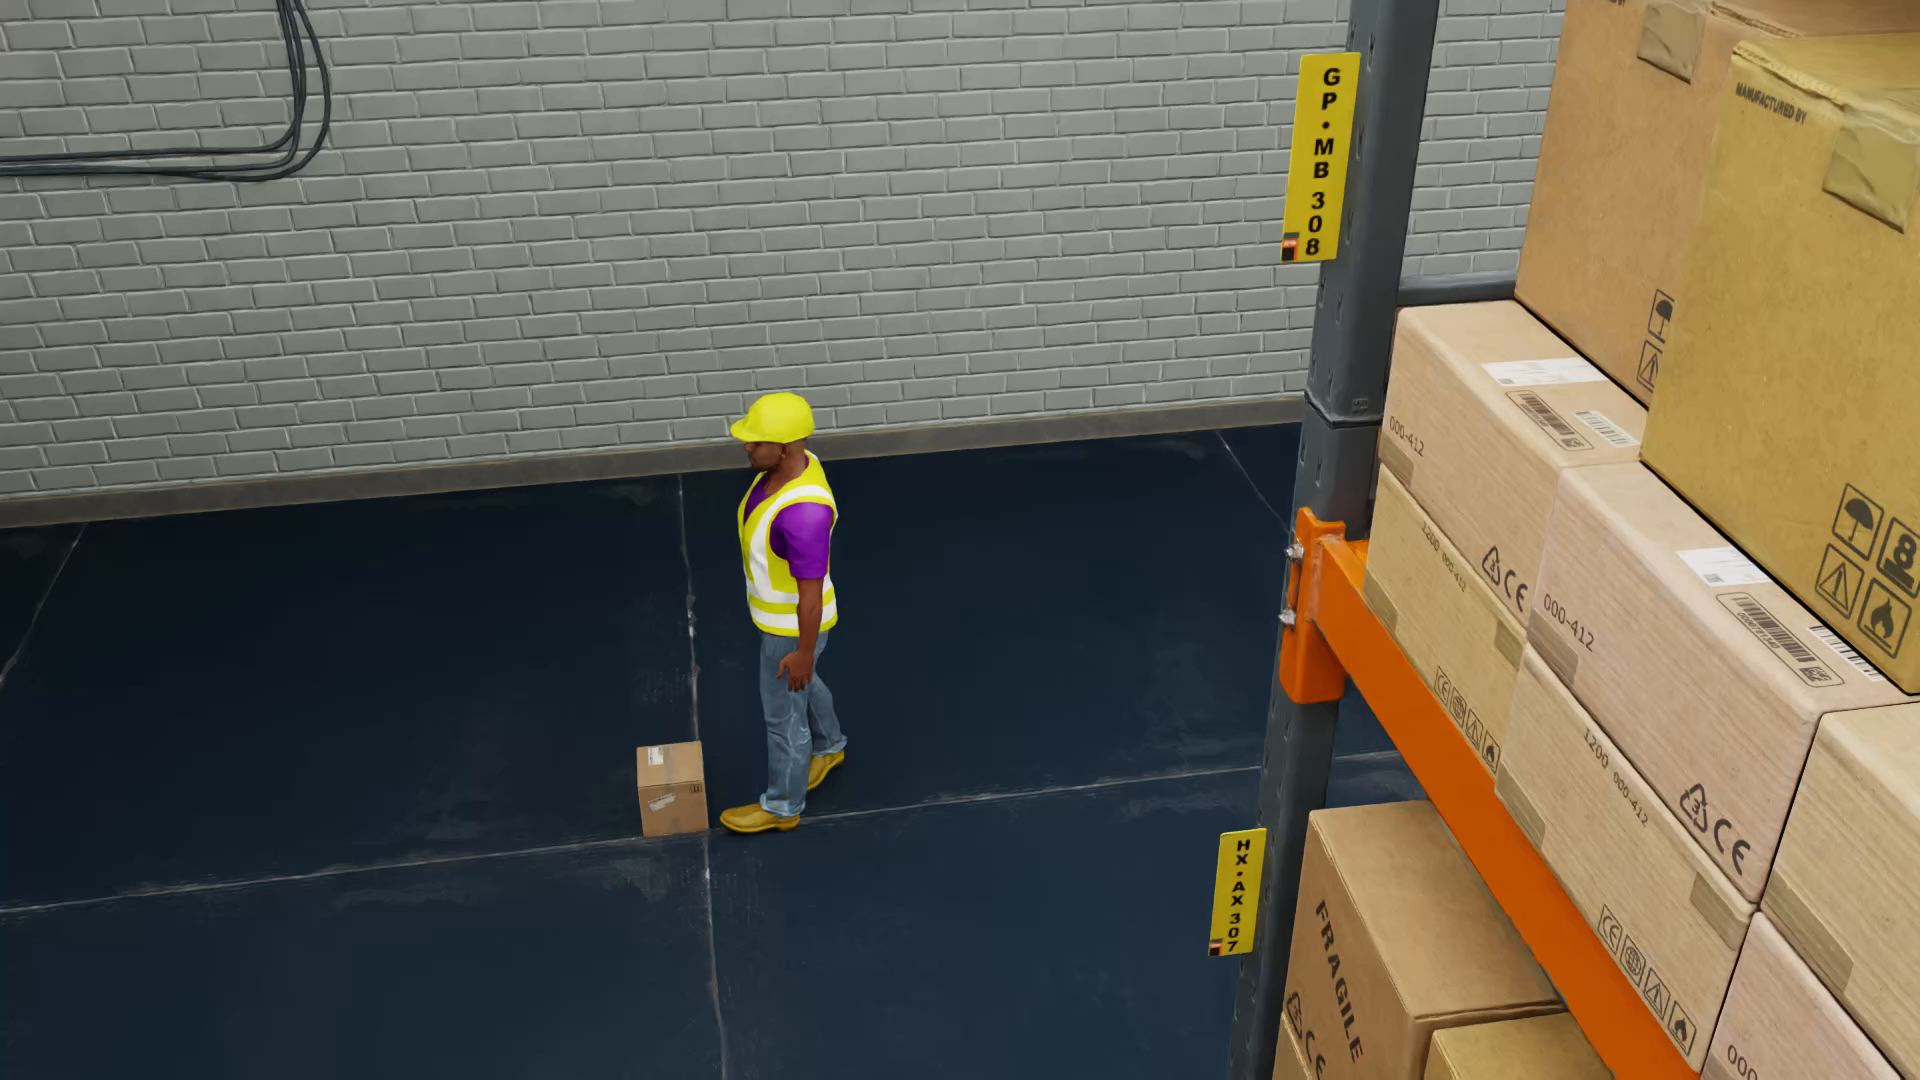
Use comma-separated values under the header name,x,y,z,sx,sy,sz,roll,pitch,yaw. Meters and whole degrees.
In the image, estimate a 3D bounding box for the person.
name,x,y,z,sx,sy,sz,roll,pitch,yaw
person,-0.678,0.281,6.131,0.564,1.773,0.594,-8,31,-13
